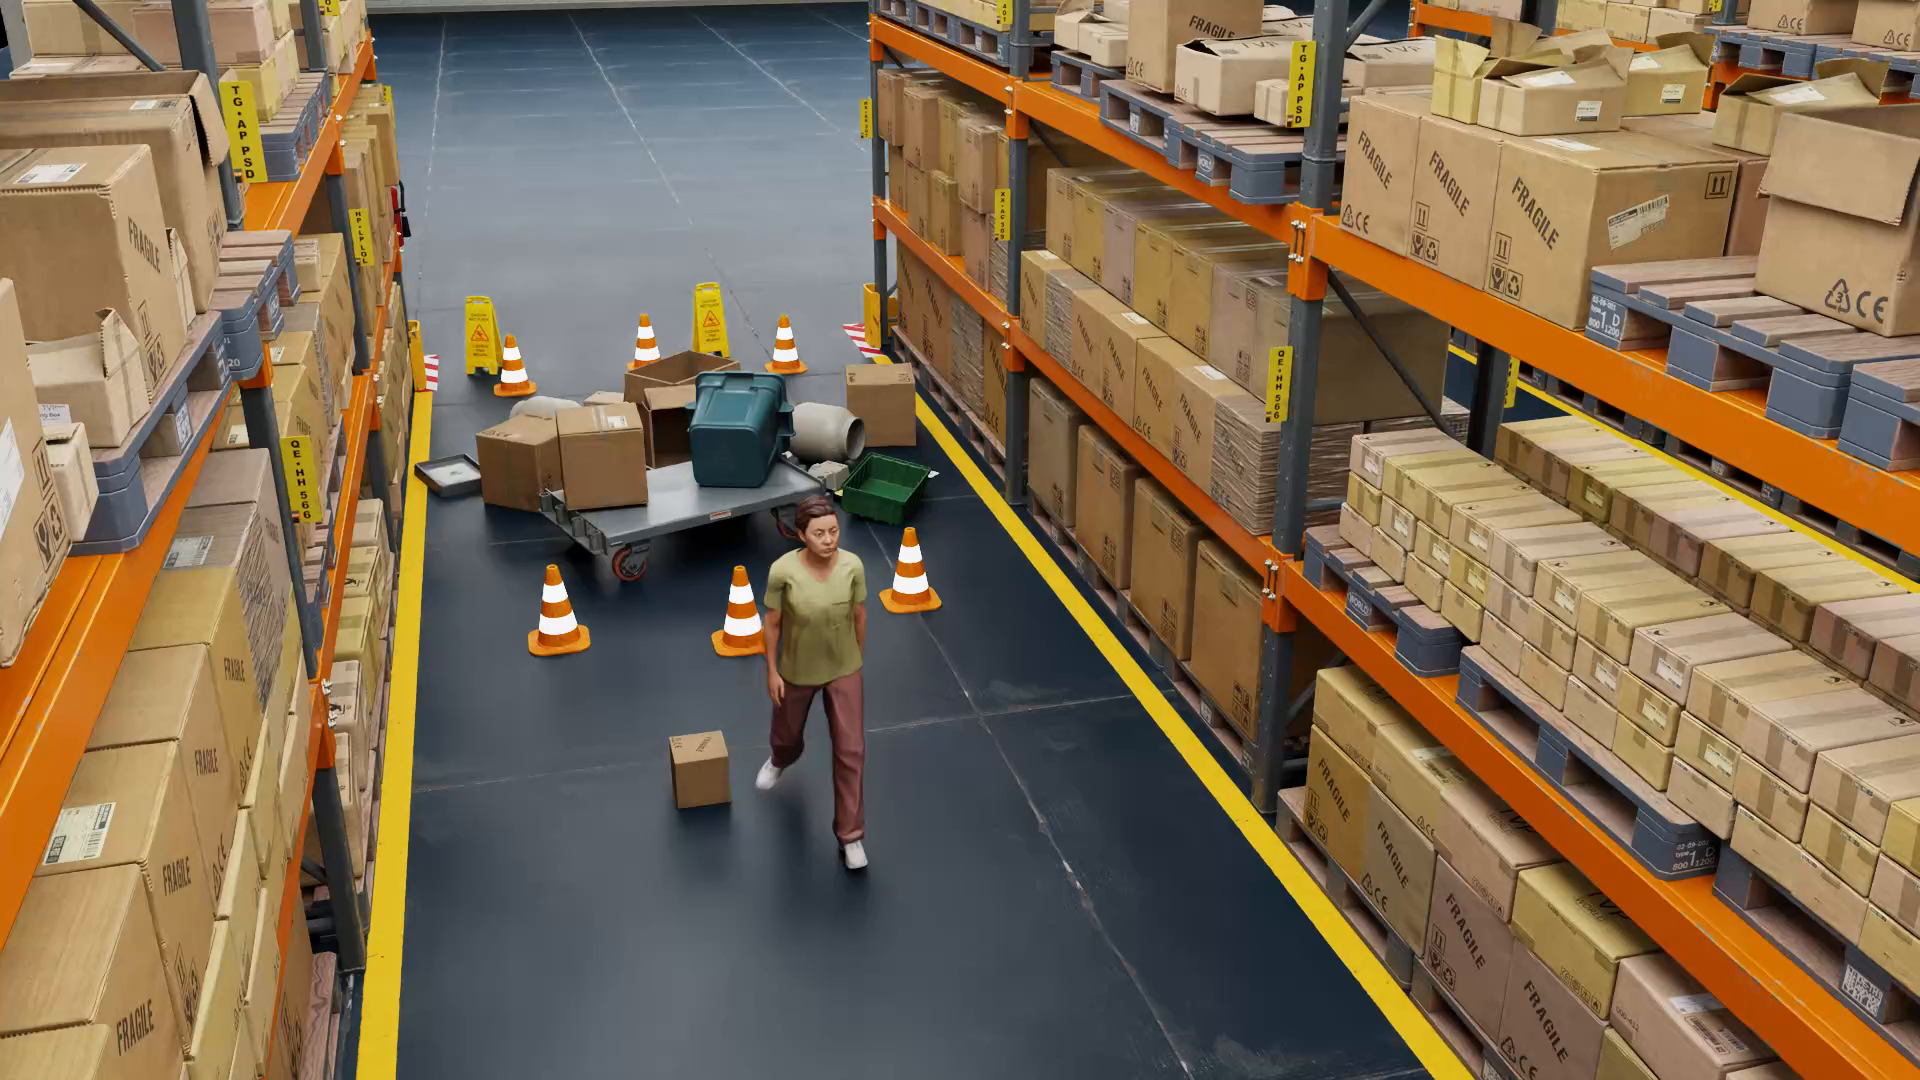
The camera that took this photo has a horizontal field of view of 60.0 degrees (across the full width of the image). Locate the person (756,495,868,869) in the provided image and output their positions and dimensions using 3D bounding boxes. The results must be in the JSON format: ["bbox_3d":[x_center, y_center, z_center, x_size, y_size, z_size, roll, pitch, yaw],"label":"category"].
[{"bbox_3d":[-0.659,0.549,7.294,0.513,1.651,0.873,-4,23,-9],"label":"person"}]
